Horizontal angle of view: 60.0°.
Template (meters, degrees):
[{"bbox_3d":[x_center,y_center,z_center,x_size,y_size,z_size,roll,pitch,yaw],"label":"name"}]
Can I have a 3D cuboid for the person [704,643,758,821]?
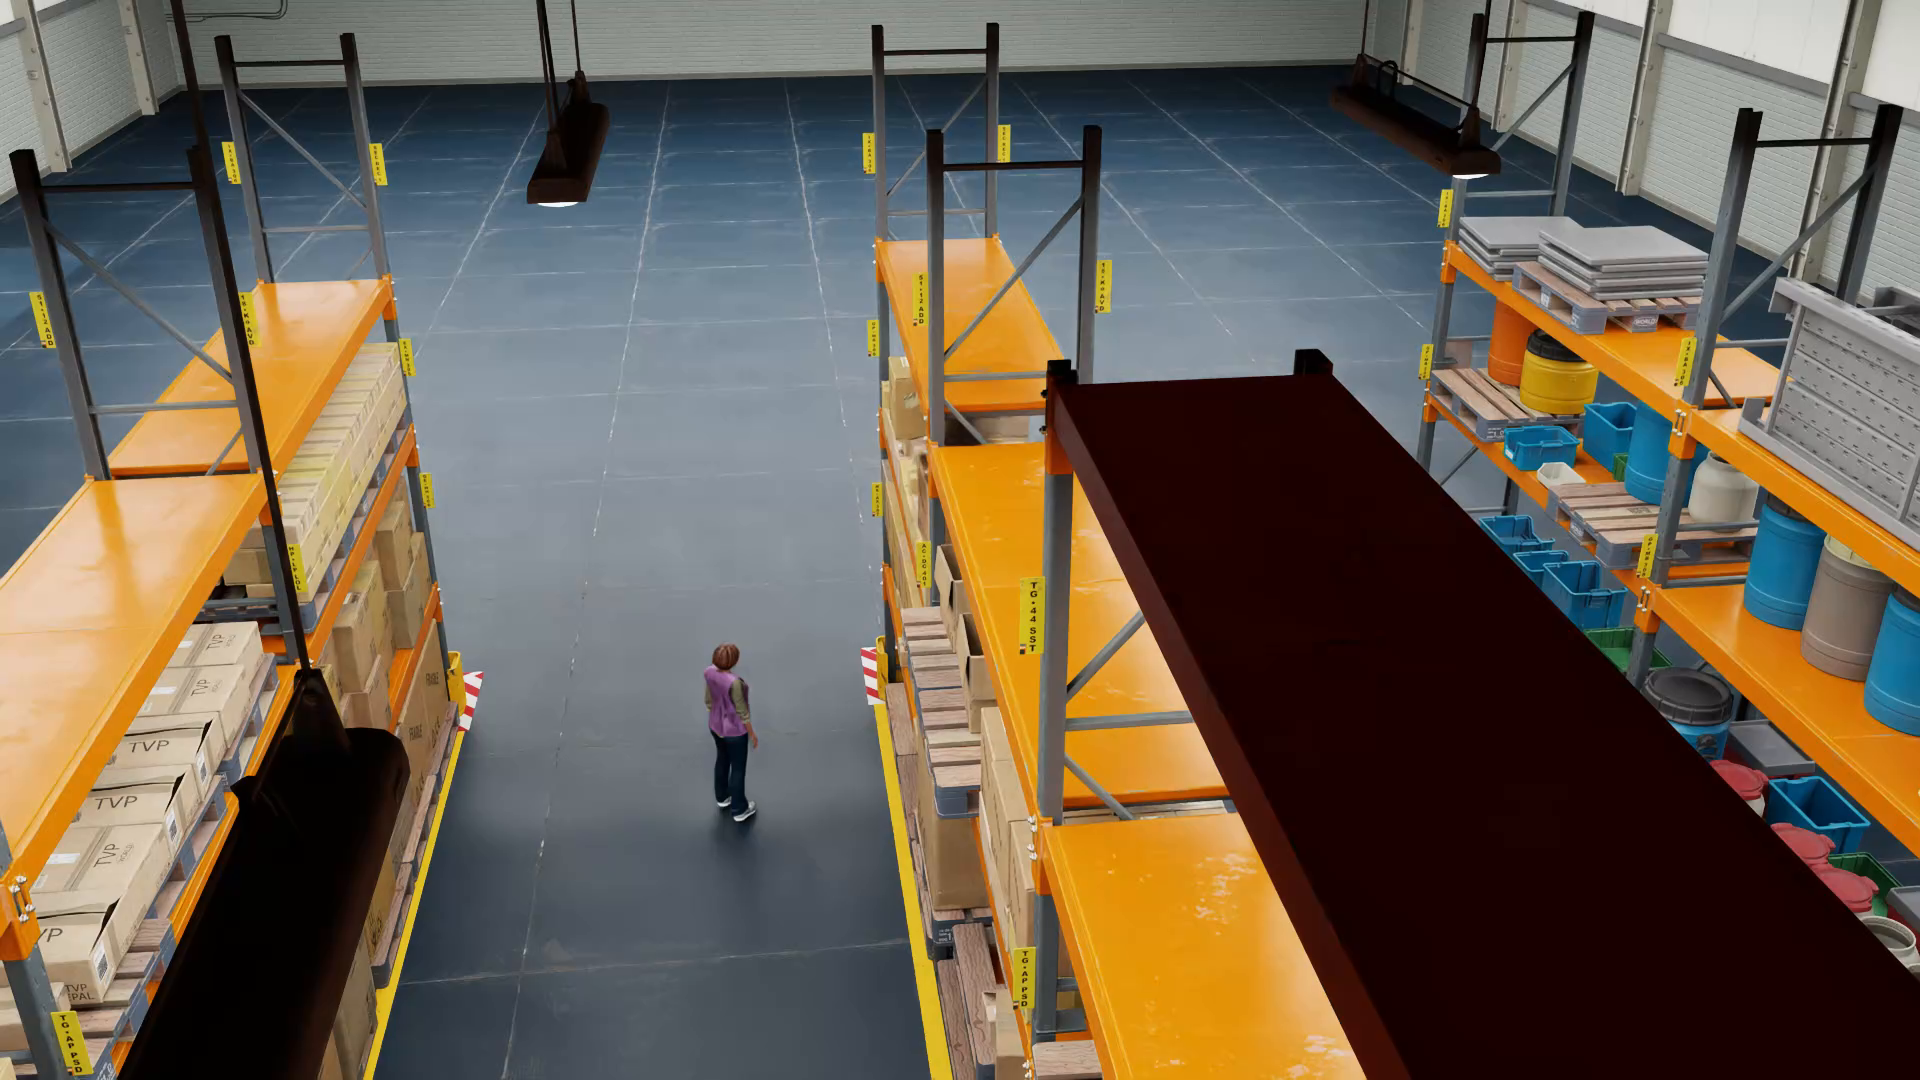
[{"bbox_3d":[-1.837,1.535,13.450,0.357,1.600,0.444,-23,34,-40],"label":"person"}]
